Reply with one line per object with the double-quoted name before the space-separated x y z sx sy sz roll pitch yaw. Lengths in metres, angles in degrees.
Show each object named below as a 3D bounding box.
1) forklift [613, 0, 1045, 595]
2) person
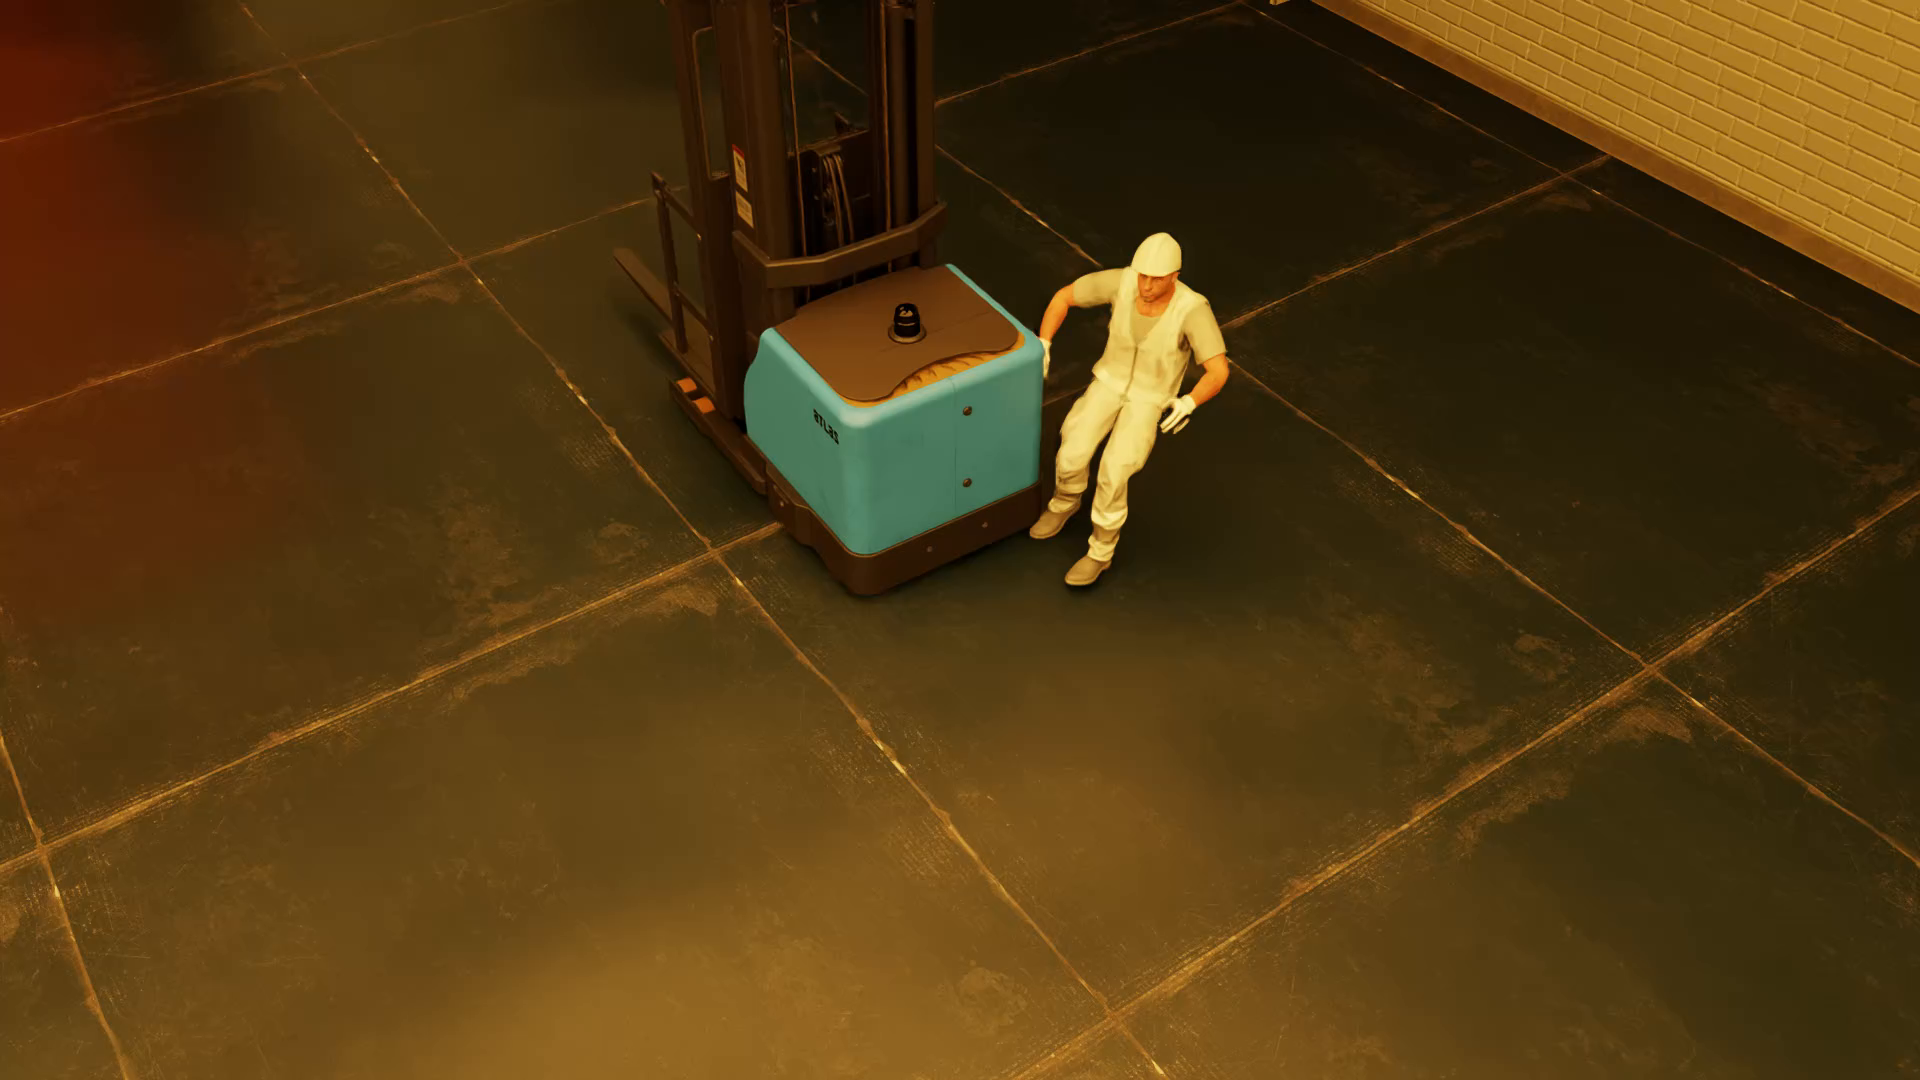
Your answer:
"forklift" -0.839 -1.800 7.668 1.130 2.935 3.031 -24 48 -24
"person" 0.697 -0.584 7.379 0.902 1.540 0.871 15 45 16
